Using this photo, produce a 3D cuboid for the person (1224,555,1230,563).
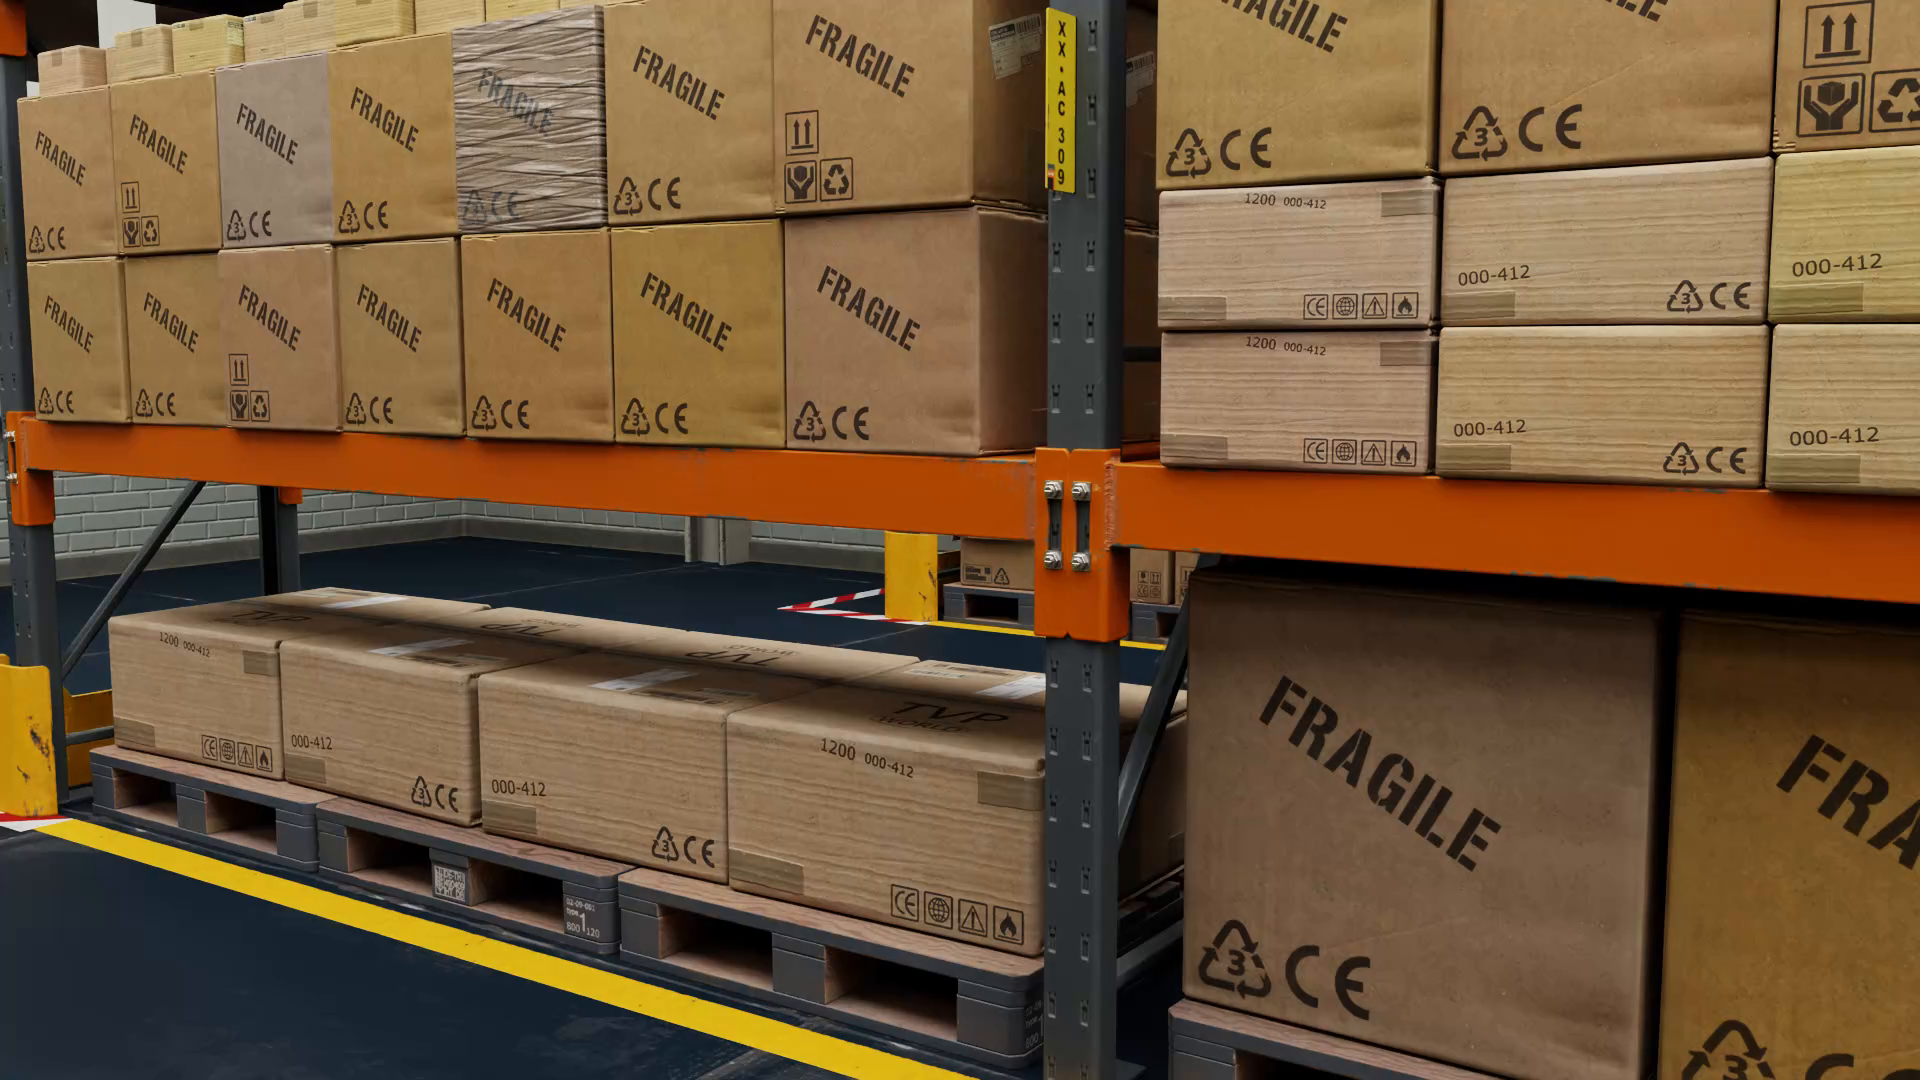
[{"bbox_3d":[1.202,-0.119,6.857,0.631,1.840,0.471,6,9,44],"label":"person"}]
